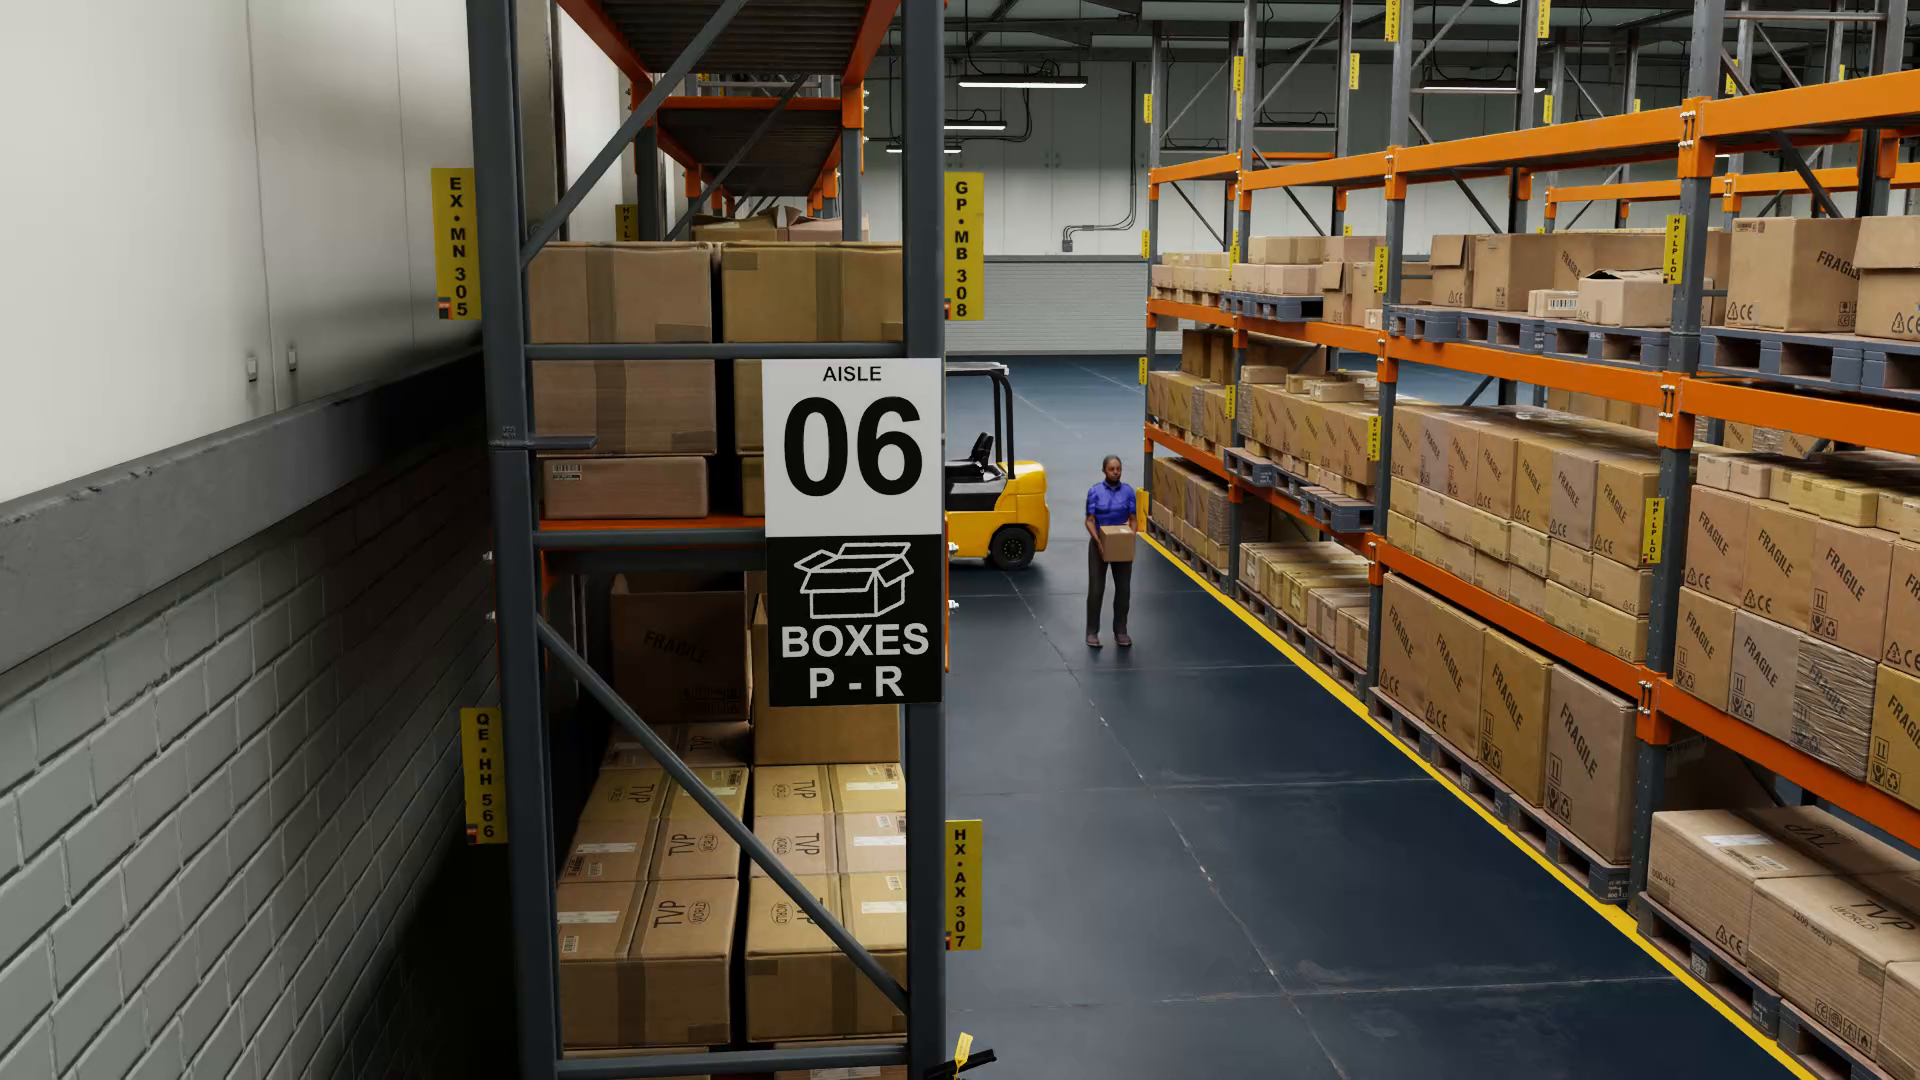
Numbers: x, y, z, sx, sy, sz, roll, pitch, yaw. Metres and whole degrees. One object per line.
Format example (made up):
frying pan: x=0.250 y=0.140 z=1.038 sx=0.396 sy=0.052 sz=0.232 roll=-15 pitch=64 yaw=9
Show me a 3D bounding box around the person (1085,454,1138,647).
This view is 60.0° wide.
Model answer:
person: x=1.317 y=0.096 z=14.366 sx=0.472 sy=1.660 sz=0.466 roll=-1 pitch=10 yaw=-7
